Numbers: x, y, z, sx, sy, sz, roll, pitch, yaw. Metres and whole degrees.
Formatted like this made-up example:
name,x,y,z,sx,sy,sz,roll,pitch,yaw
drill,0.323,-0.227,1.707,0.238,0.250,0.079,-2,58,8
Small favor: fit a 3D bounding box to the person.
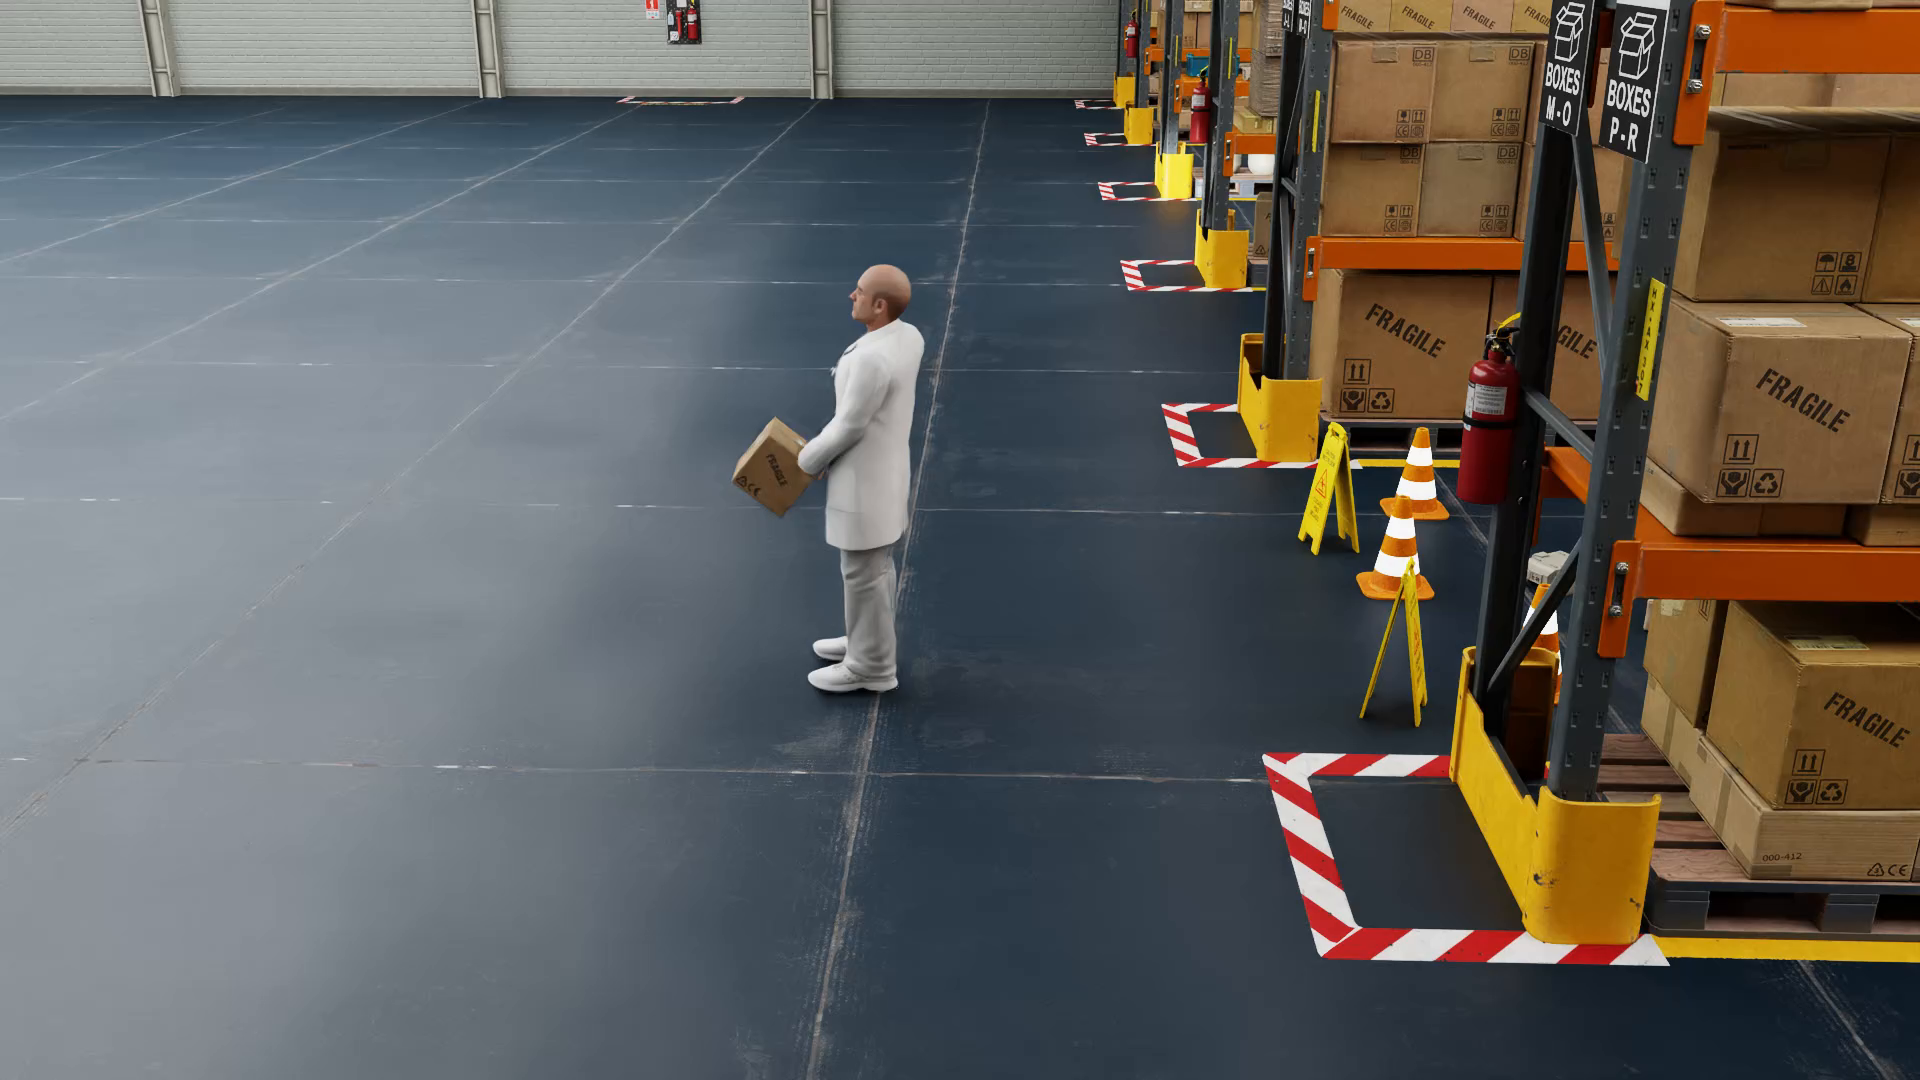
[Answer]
name,x,y,z,sx,sy,sz,roll,pitch,yaw
person,-0.436,-0.242,6.740,0.528,1.780,0.557,5,21,14
